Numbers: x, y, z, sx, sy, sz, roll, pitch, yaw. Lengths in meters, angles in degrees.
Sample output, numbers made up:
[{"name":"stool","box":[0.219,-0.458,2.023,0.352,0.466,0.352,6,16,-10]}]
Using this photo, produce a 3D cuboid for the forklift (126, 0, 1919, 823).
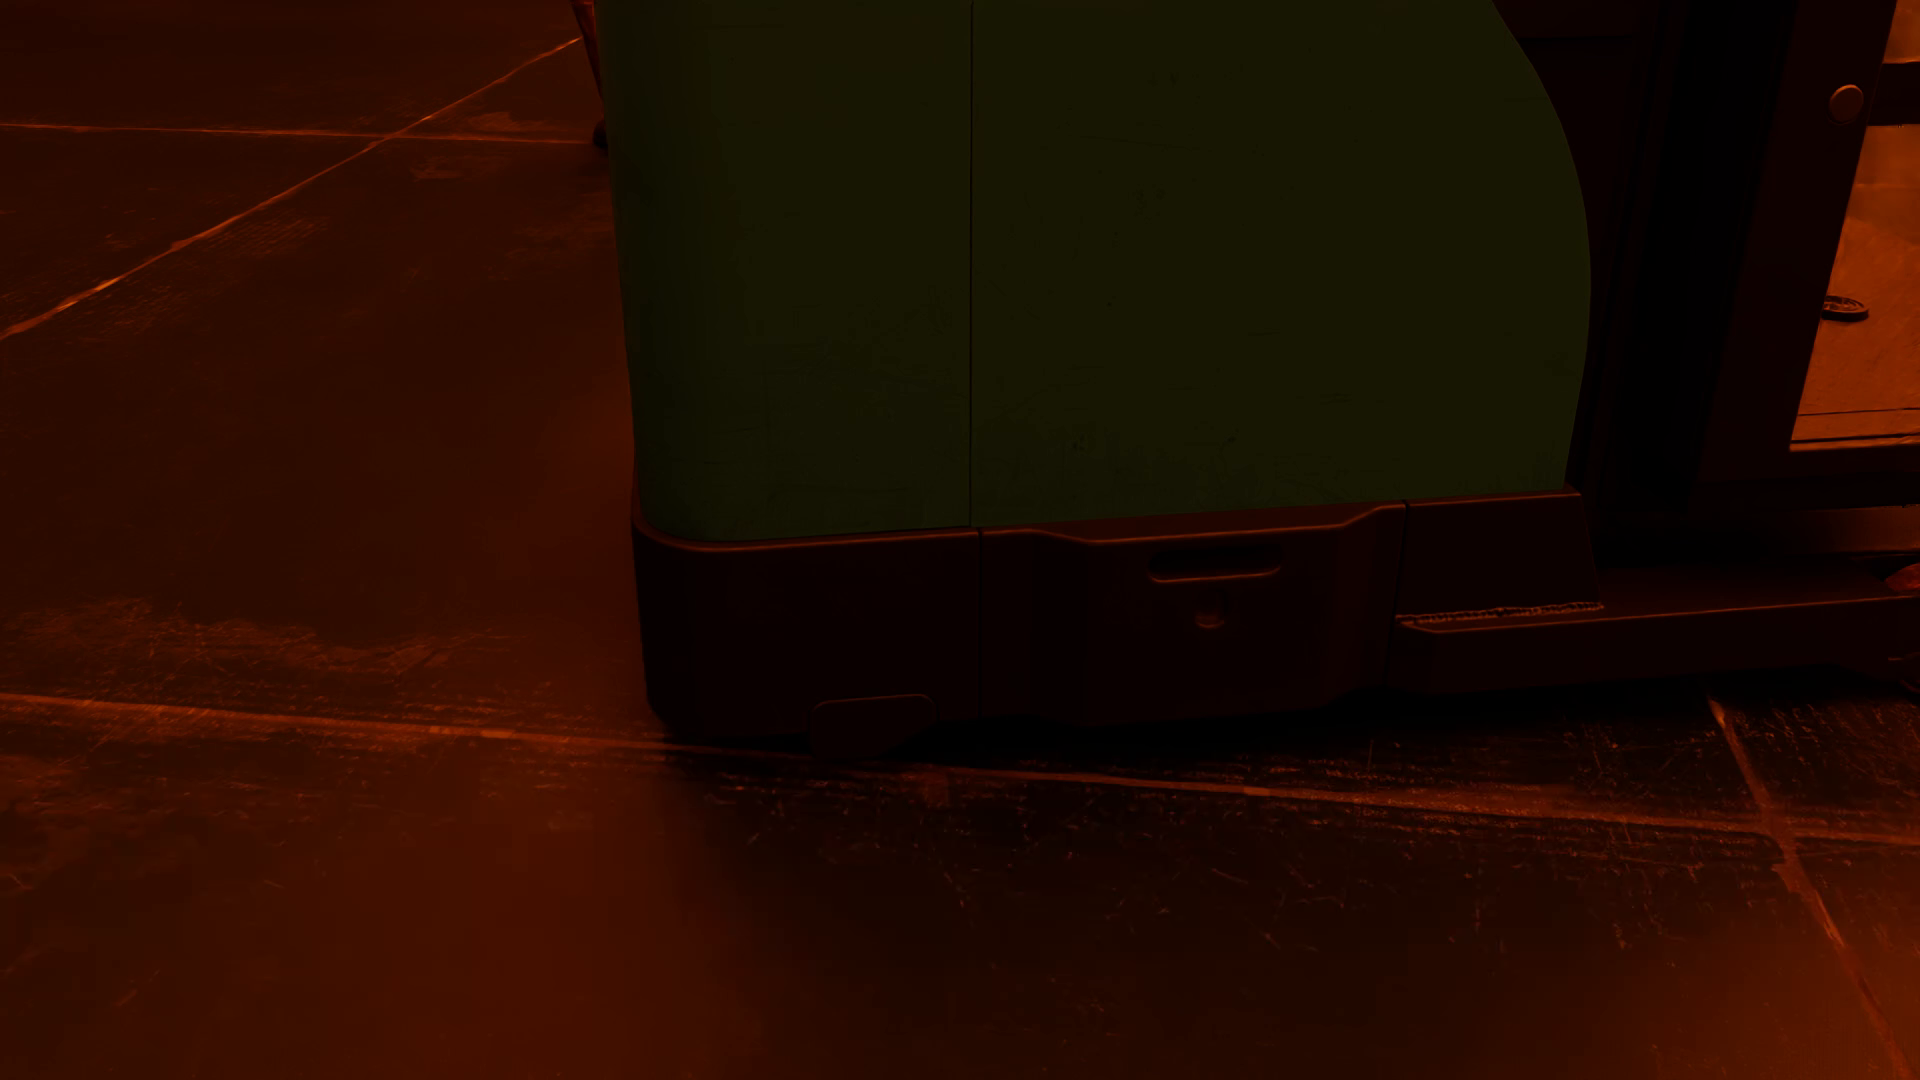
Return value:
[{"name":"forklift","box":[0.598,-1.256,1.734,3.031,2.935,1.130,6,27,11]}]
